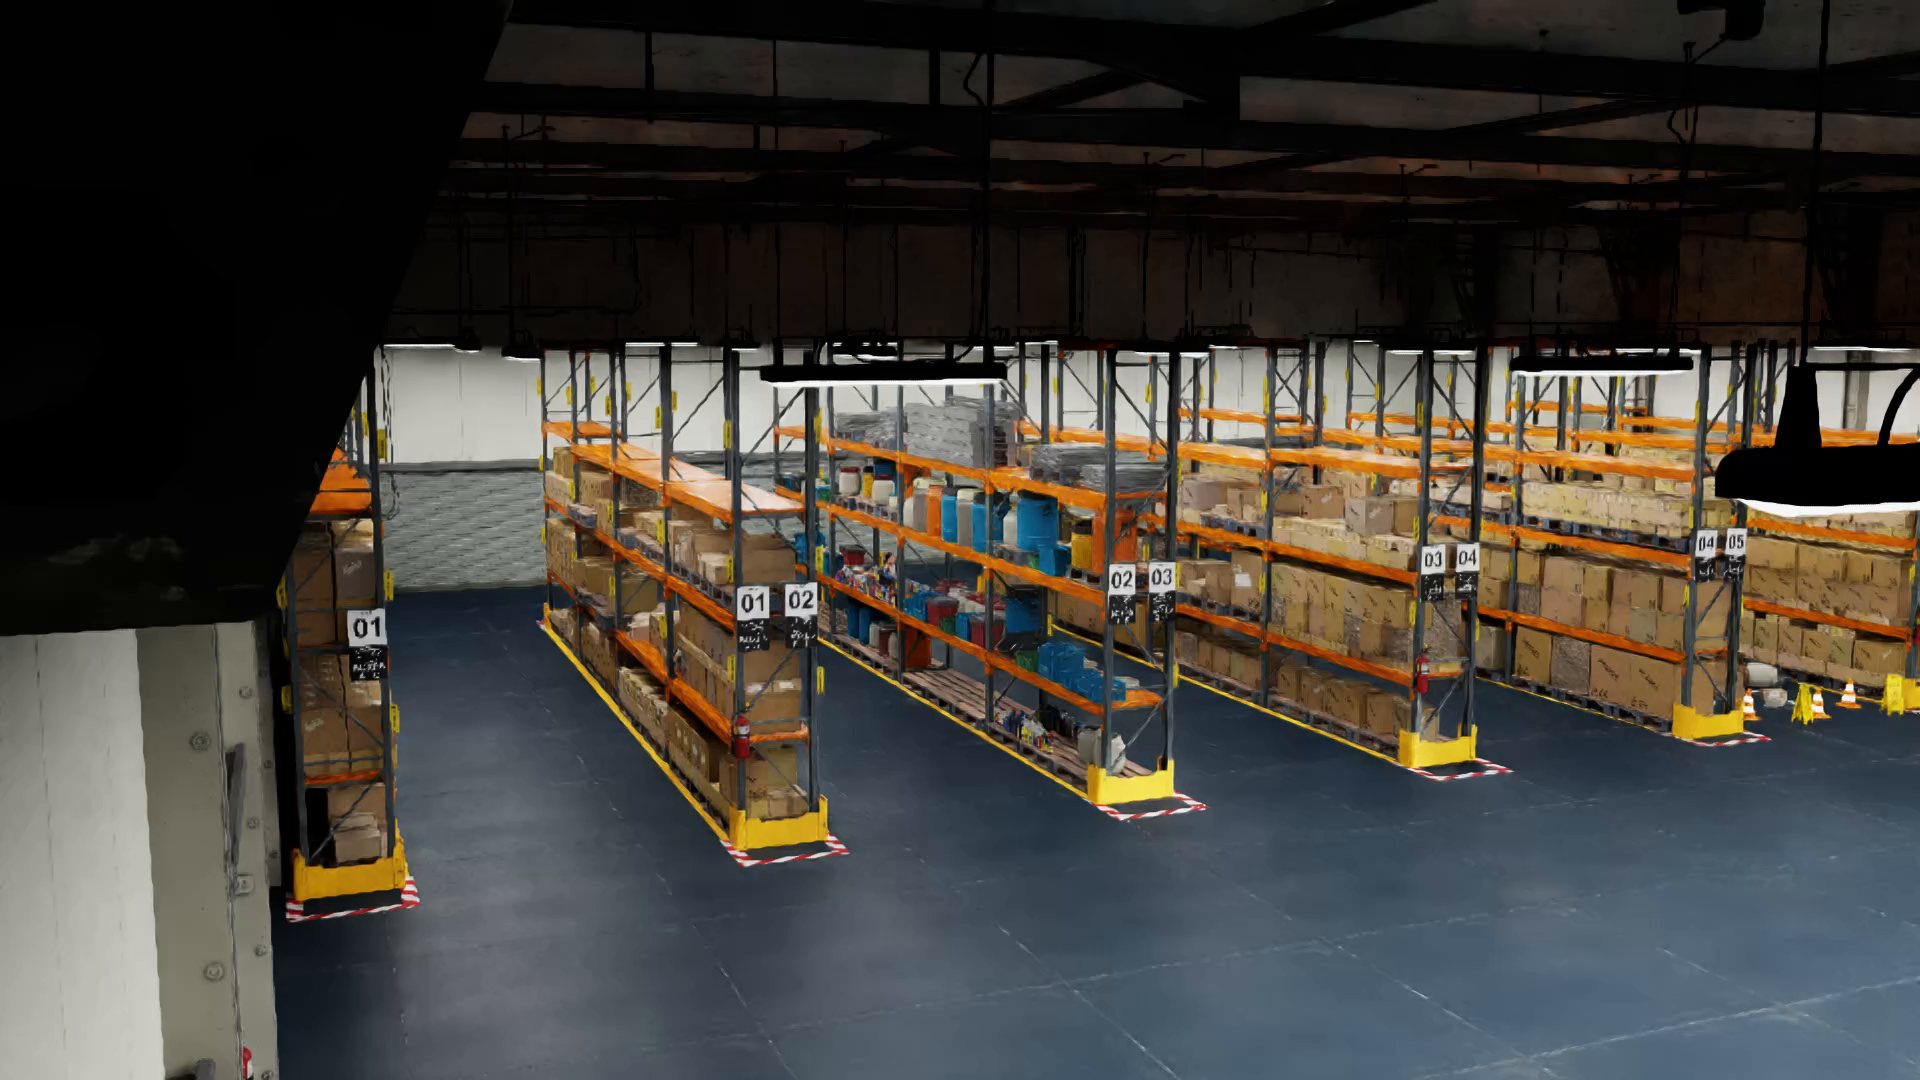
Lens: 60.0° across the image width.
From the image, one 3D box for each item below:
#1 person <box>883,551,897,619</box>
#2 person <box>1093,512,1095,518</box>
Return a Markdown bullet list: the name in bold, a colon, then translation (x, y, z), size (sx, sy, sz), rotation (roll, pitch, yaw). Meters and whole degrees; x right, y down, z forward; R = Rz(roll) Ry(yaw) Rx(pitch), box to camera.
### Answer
- **person**: translation (-1.498, 1.023, 34.665), size (0.613, 1.607, 0.802), rotation (-6, 10, -41)
- **person**: translation (3.551, -0.133, 42.987), size (0.569, 1.778, 0.603), rotation (5, 9, 33)
